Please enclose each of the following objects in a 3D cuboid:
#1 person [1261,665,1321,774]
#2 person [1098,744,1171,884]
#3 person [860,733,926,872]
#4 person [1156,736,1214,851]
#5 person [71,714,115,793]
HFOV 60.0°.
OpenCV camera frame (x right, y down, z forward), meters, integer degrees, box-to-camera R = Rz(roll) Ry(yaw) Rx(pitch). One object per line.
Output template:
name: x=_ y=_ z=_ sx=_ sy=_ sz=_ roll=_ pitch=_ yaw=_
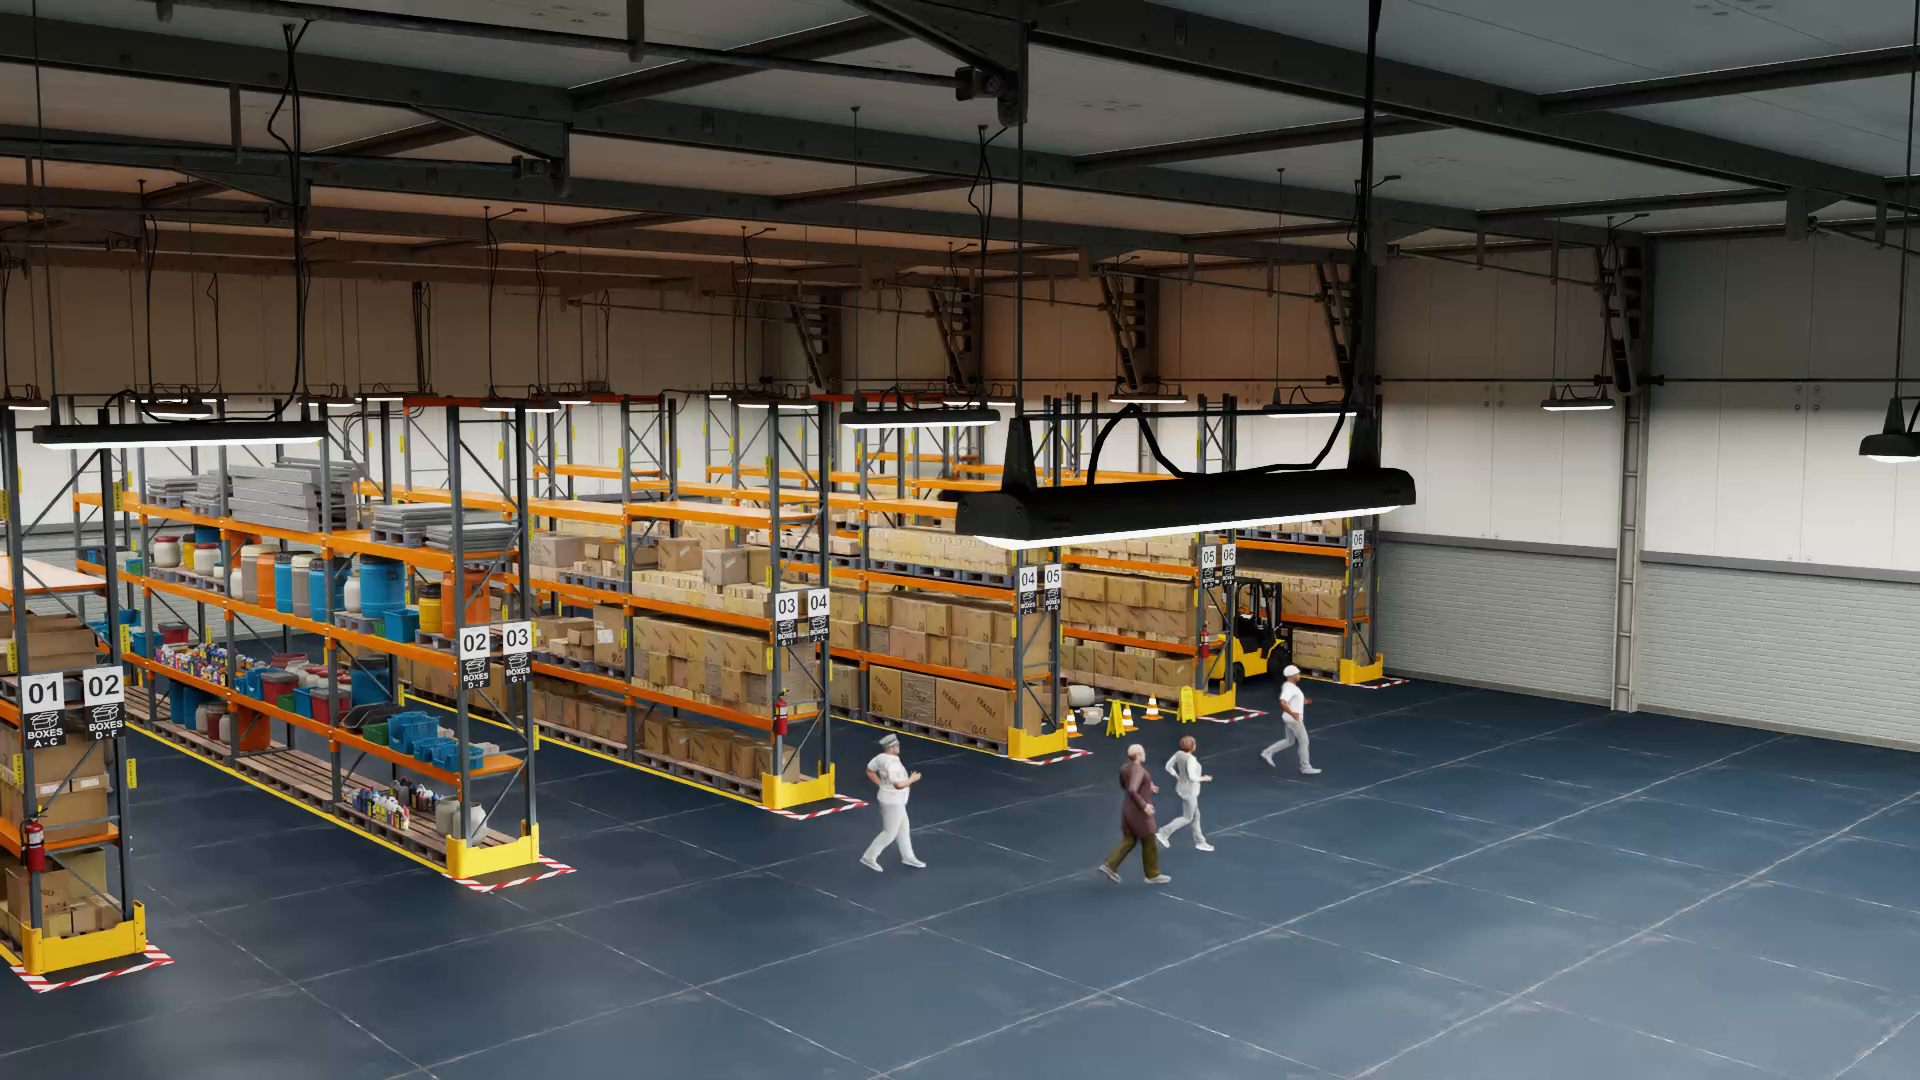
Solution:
person: x=5.318 y=2.875 z=26.634 sx=0.954 sy=1.745 sz=0.711 roll=0 pitch=6 yaw=2
person: x=2.194 y=3.417 z=20.720 sx=0.950 sy=1.768 sz=0.715 roll=-2 pitch=6 yaw=-22
person: x=-0.856 y=3.364 z=21.287 sx=0.894 sy=1.800 sz=0.652 roll=-2 pitch=6 yaw=-15
person: x=3.004 y=3.389 z=22.137 sx=0.872 sy=1.593 sz=0.540 roll=-2 pitch=6 yaw=-15
person: x=-13.276 y=3.007 z=25.622 sx=0.873 sy=1.692 sz=0.676 roll=5 pitch=7 yaw=40
